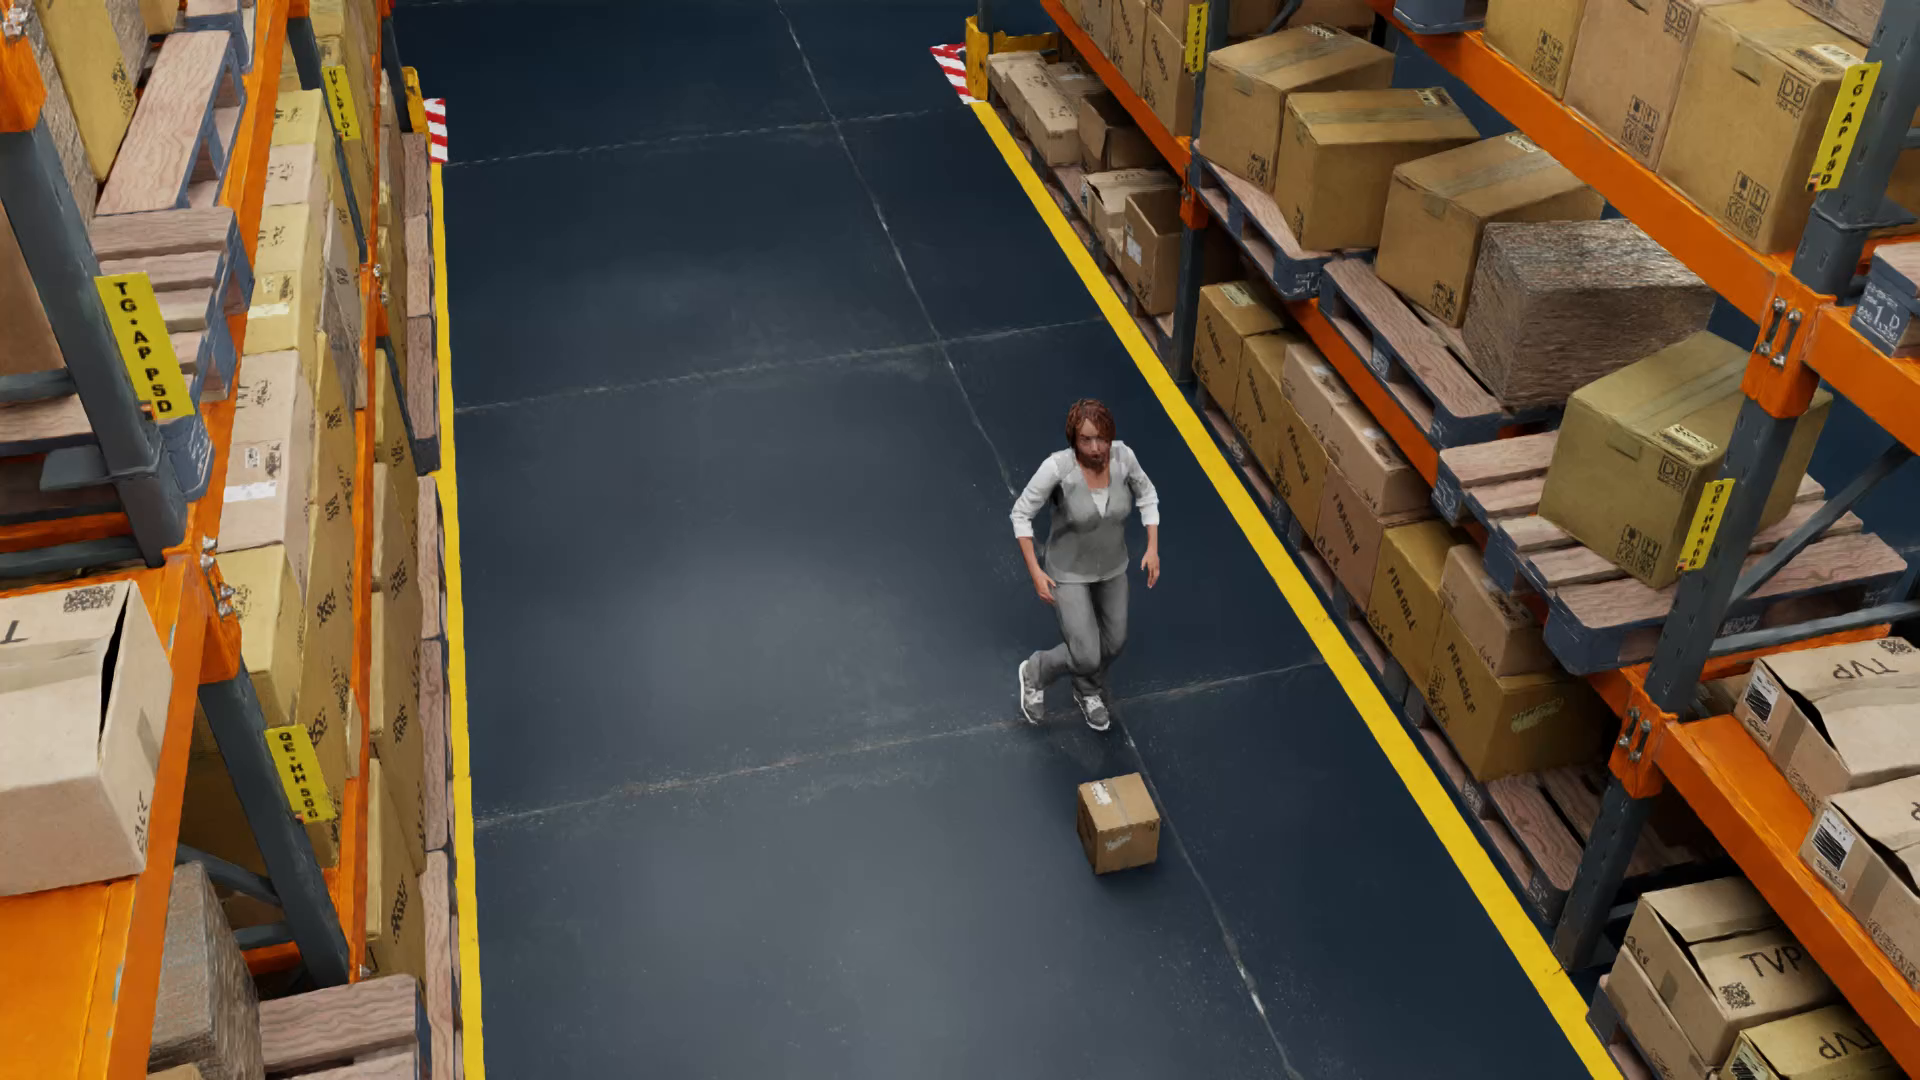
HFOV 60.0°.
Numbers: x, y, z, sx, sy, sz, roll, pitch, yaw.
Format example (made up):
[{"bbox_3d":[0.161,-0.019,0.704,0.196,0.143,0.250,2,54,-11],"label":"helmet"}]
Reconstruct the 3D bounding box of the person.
[{"bbox_3d":[0.540,0.139,6.583,0.584,1.557,0.435,-18,42,-21],"label":"person"}]
